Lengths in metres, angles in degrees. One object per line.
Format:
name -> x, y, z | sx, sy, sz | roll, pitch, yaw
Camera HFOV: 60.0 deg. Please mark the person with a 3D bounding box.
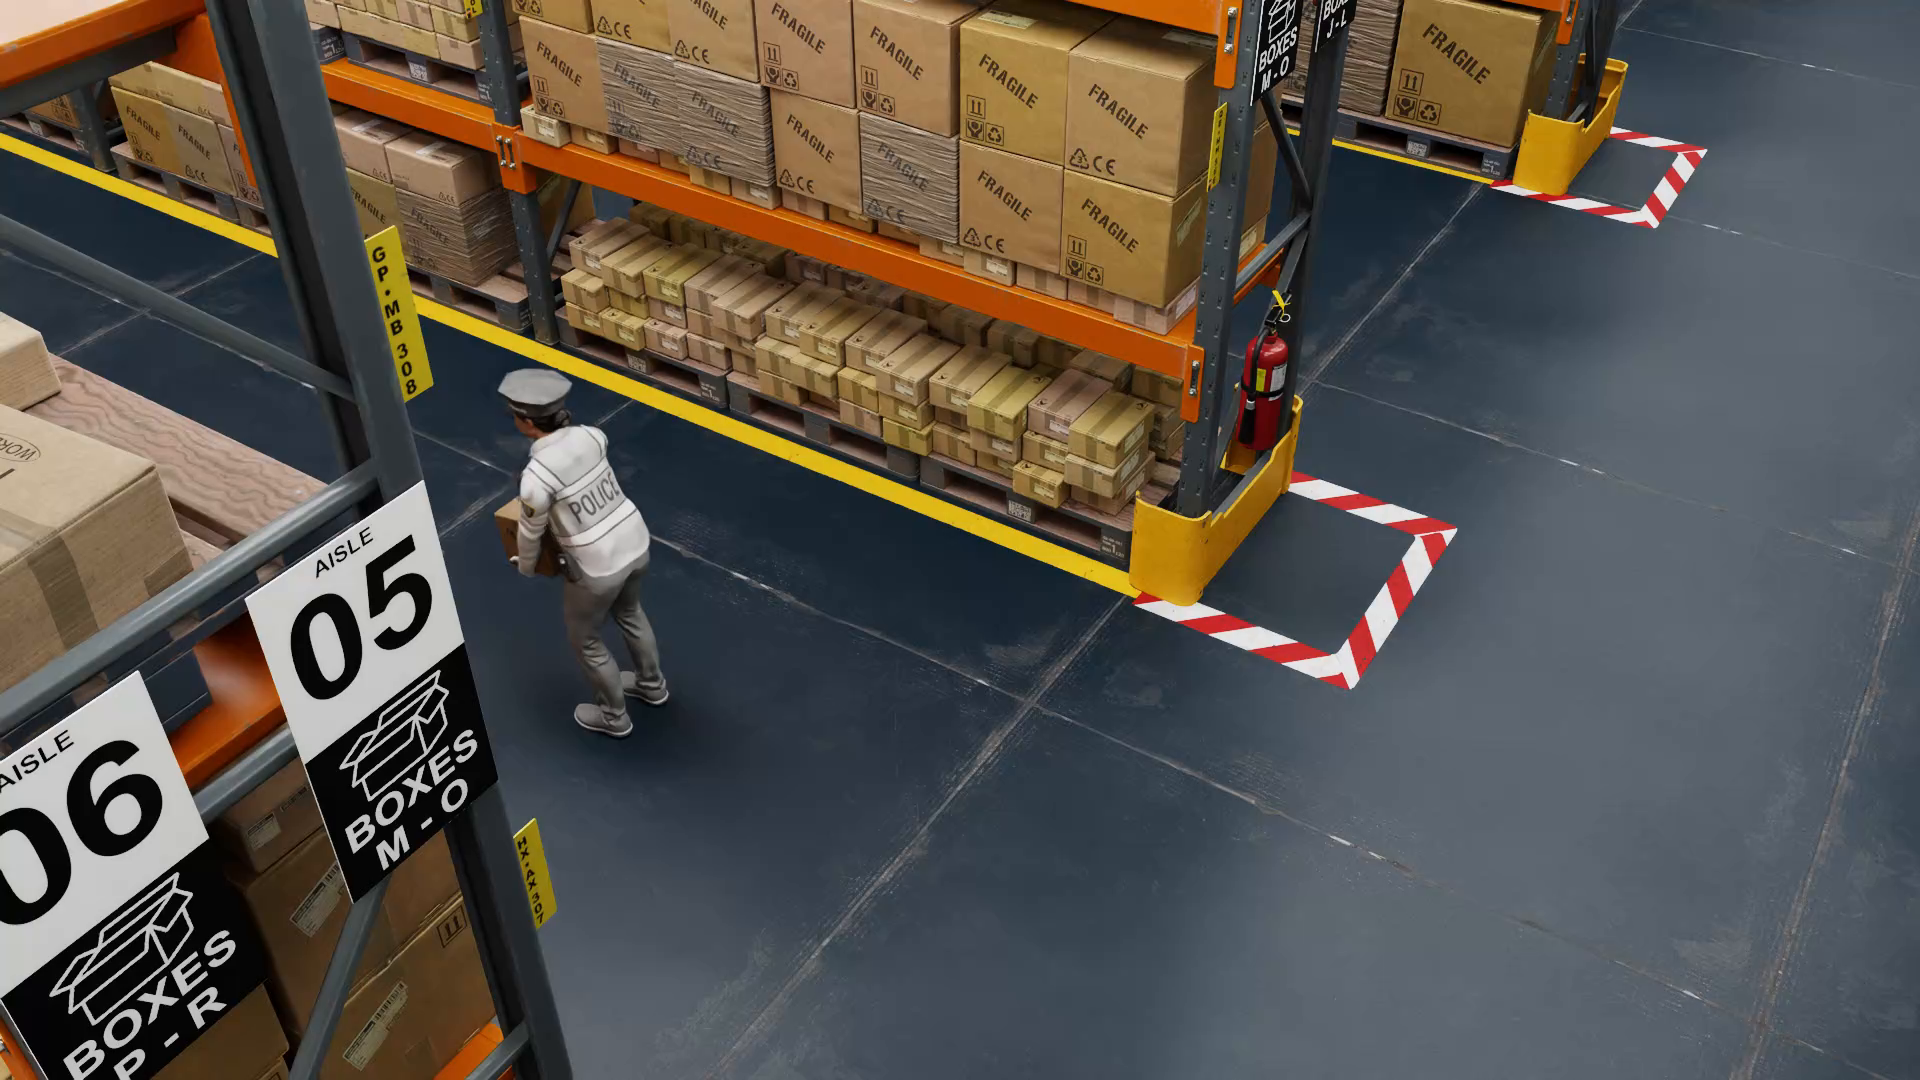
person -> -1.509, 0.069, 6.627 | 0.560, 1.630, 0.412 | 21, 43, 24
